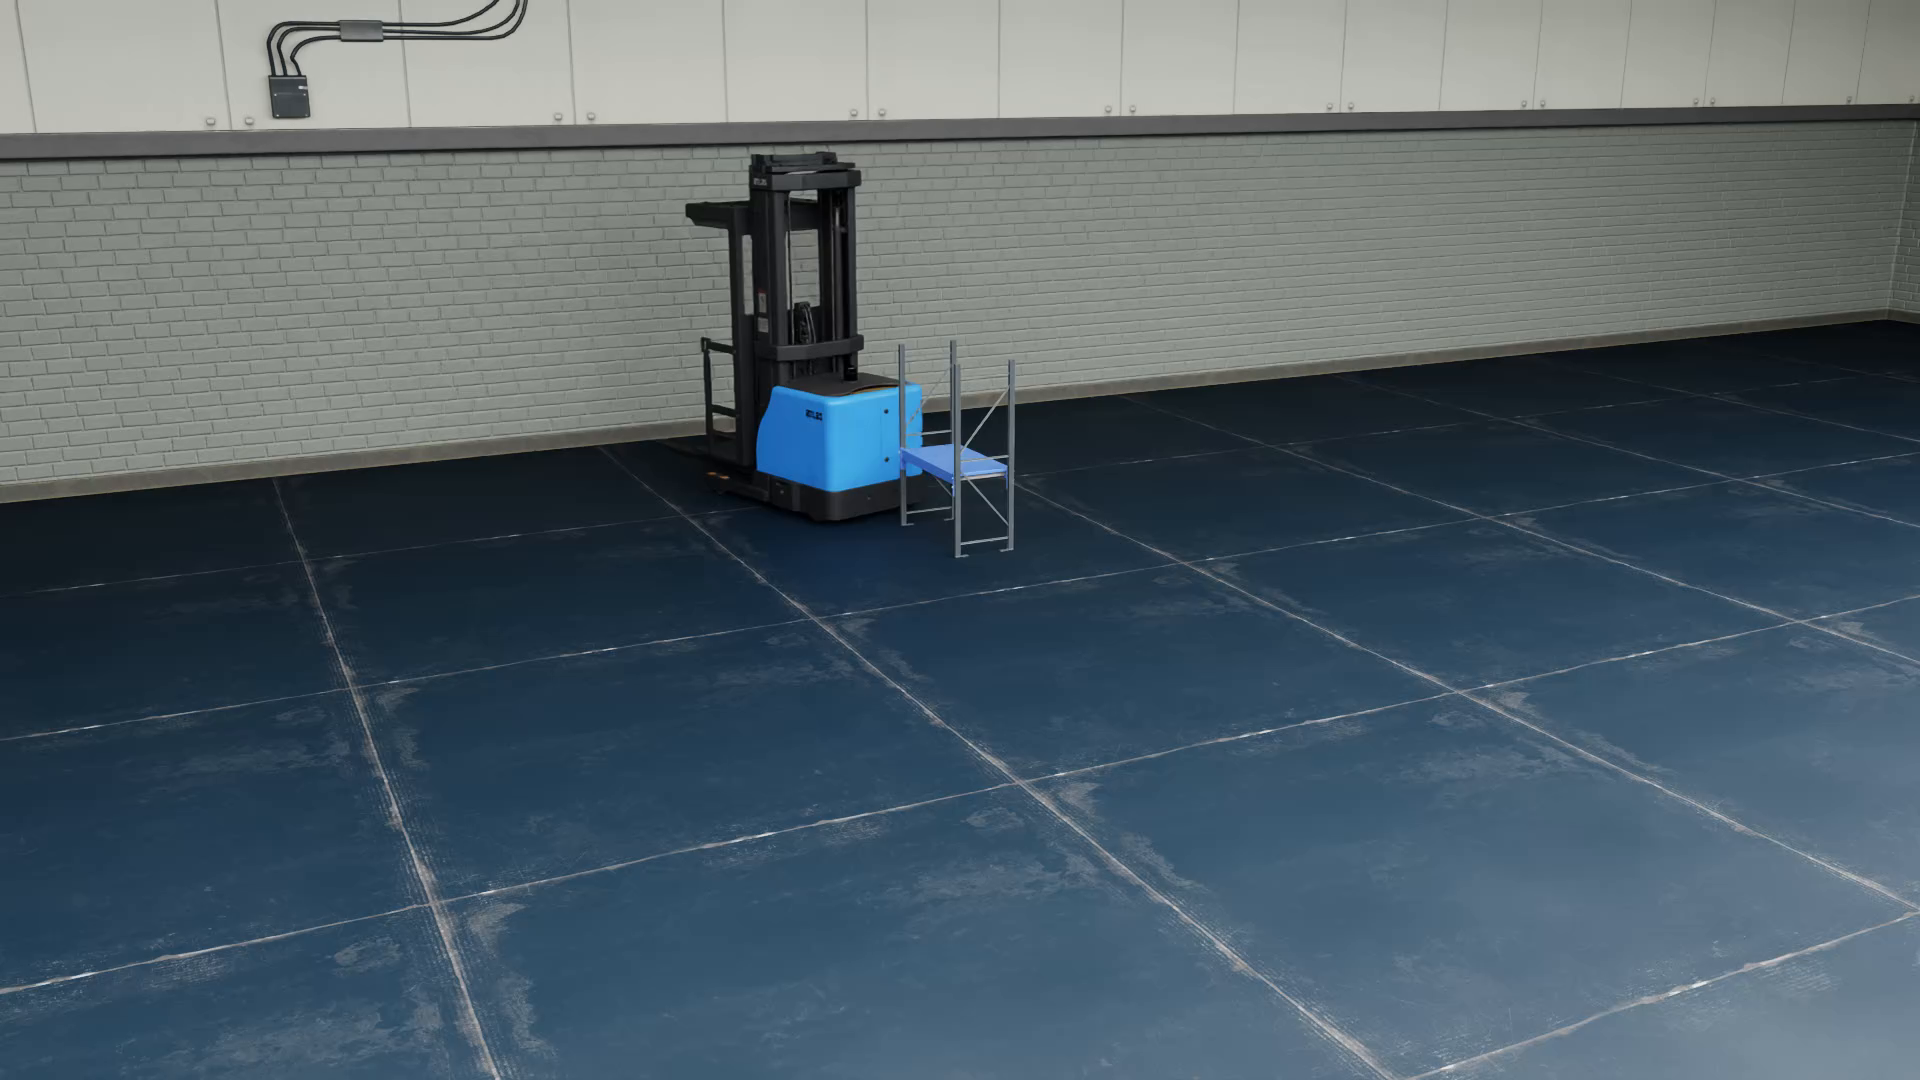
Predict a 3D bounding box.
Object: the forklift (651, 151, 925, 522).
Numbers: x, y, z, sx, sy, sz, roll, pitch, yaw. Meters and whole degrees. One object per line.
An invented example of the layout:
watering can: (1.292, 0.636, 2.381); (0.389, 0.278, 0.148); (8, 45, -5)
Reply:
forklift: (-1.660, -1.892, 14.531); (1.130, 2.935, 3.031); (-14, 21, -40)

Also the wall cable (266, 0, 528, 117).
wall cable: (-4.951, -6.711, 14.156); (2.305, 6.003, 0.169); (-8, 18, -25)

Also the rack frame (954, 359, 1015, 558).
rack frame: (0.185, -0.616, 12.678); (0.500, 1.500, 0.032); (-8, 18, -25)

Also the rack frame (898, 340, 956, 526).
rack frame: (-0.260, -0.868, 13.557); (0.500, 1.500, 0.032); (-8, 18, -25)

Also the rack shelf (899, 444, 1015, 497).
rack shelf: (-0.037, -0.569, 13.167); (0.538, 0.185, 1.000); (-8, 18, -25)

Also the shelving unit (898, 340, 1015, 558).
shelving unit: (-0.037, -0.742, 13.117); (0.538, 1.500, 1.048); (-8, 18, -25)
